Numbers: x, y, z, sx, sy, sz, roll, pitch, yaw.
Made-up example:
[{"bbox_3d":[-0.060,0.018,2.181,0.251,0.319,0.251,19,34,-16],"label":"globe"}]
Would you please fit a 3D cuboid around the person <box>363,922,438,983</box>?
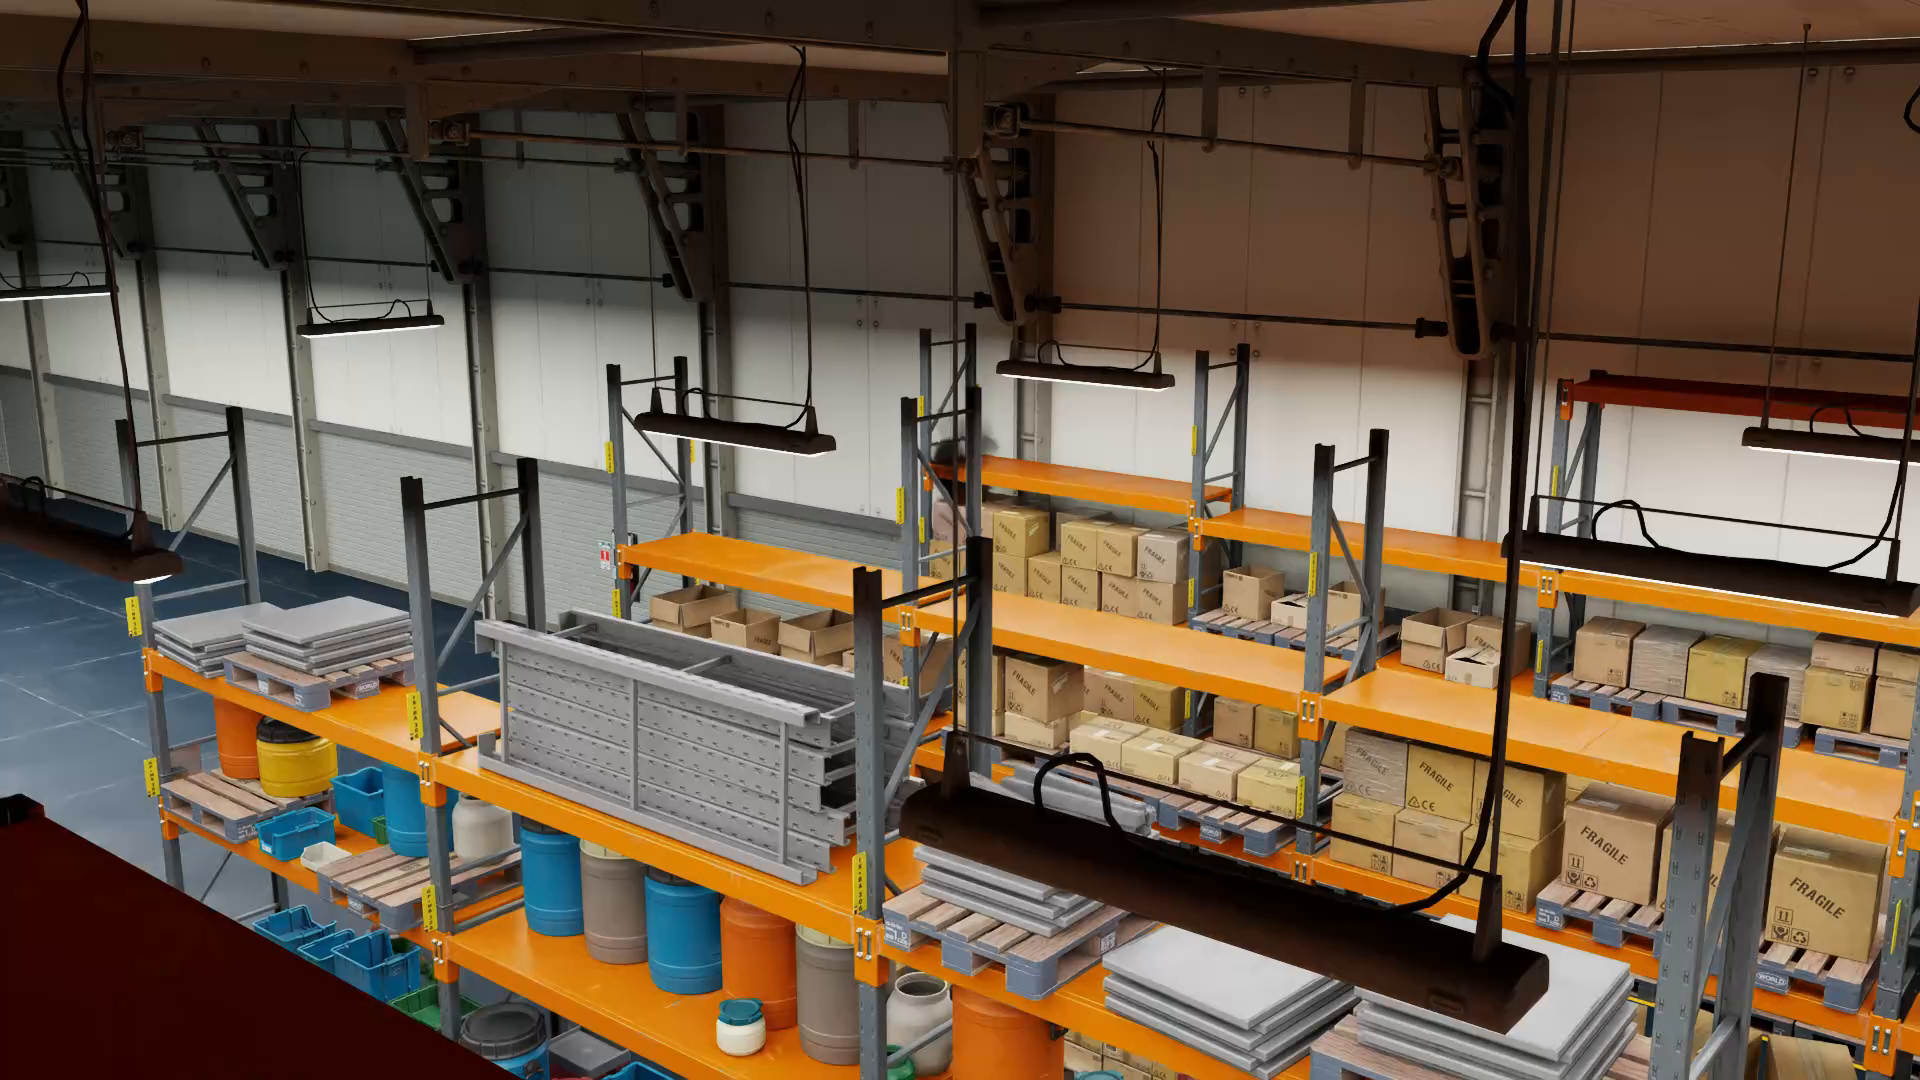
[{"bbox_3d":[-5.438,3.712,15.866,0.865,1.735,0.718,4,13,19],"label":"person"}]
